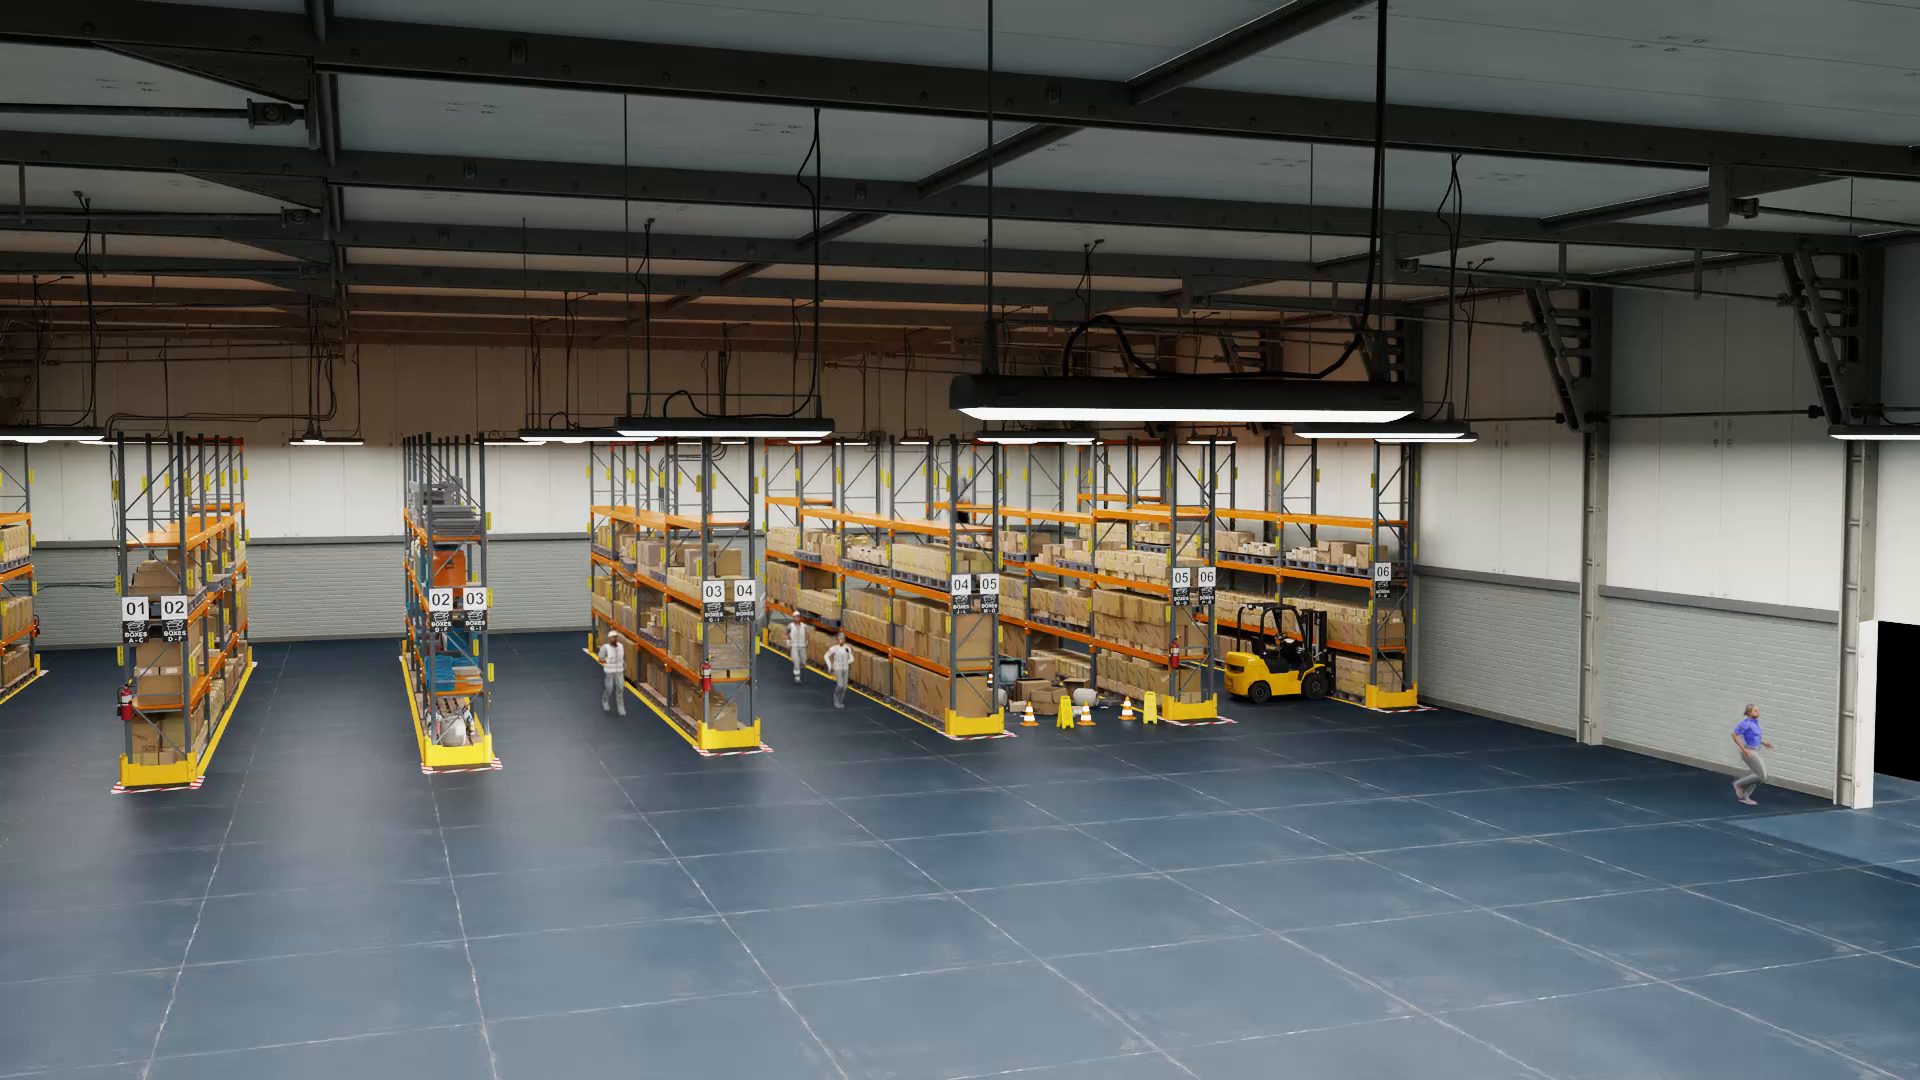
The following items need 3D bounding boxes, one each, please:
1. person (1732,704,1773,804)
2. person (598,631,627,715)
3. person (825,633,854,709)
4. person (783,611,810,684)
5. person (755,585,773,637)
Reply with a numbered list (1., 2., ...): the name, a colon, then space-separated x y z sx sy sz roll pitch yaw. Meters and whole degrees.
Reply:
1. person: 12.724 3.438 26.640 0.567 1.614 0.549 -3 4 -43
2. person: -7.390 2.822 35.522 0.690 1.762 0.972 -2 4 -33
3. person: -2.593 2.864 36.387 0.592 1.659 0.634 -1 3 -25
4. person: -3.966 2.609 40.480 0.659 1.742 0.659 -1 3 -18
5. person: -5.813 2.101 49.607 0.867 1.707 0.703 -1 3 -9
